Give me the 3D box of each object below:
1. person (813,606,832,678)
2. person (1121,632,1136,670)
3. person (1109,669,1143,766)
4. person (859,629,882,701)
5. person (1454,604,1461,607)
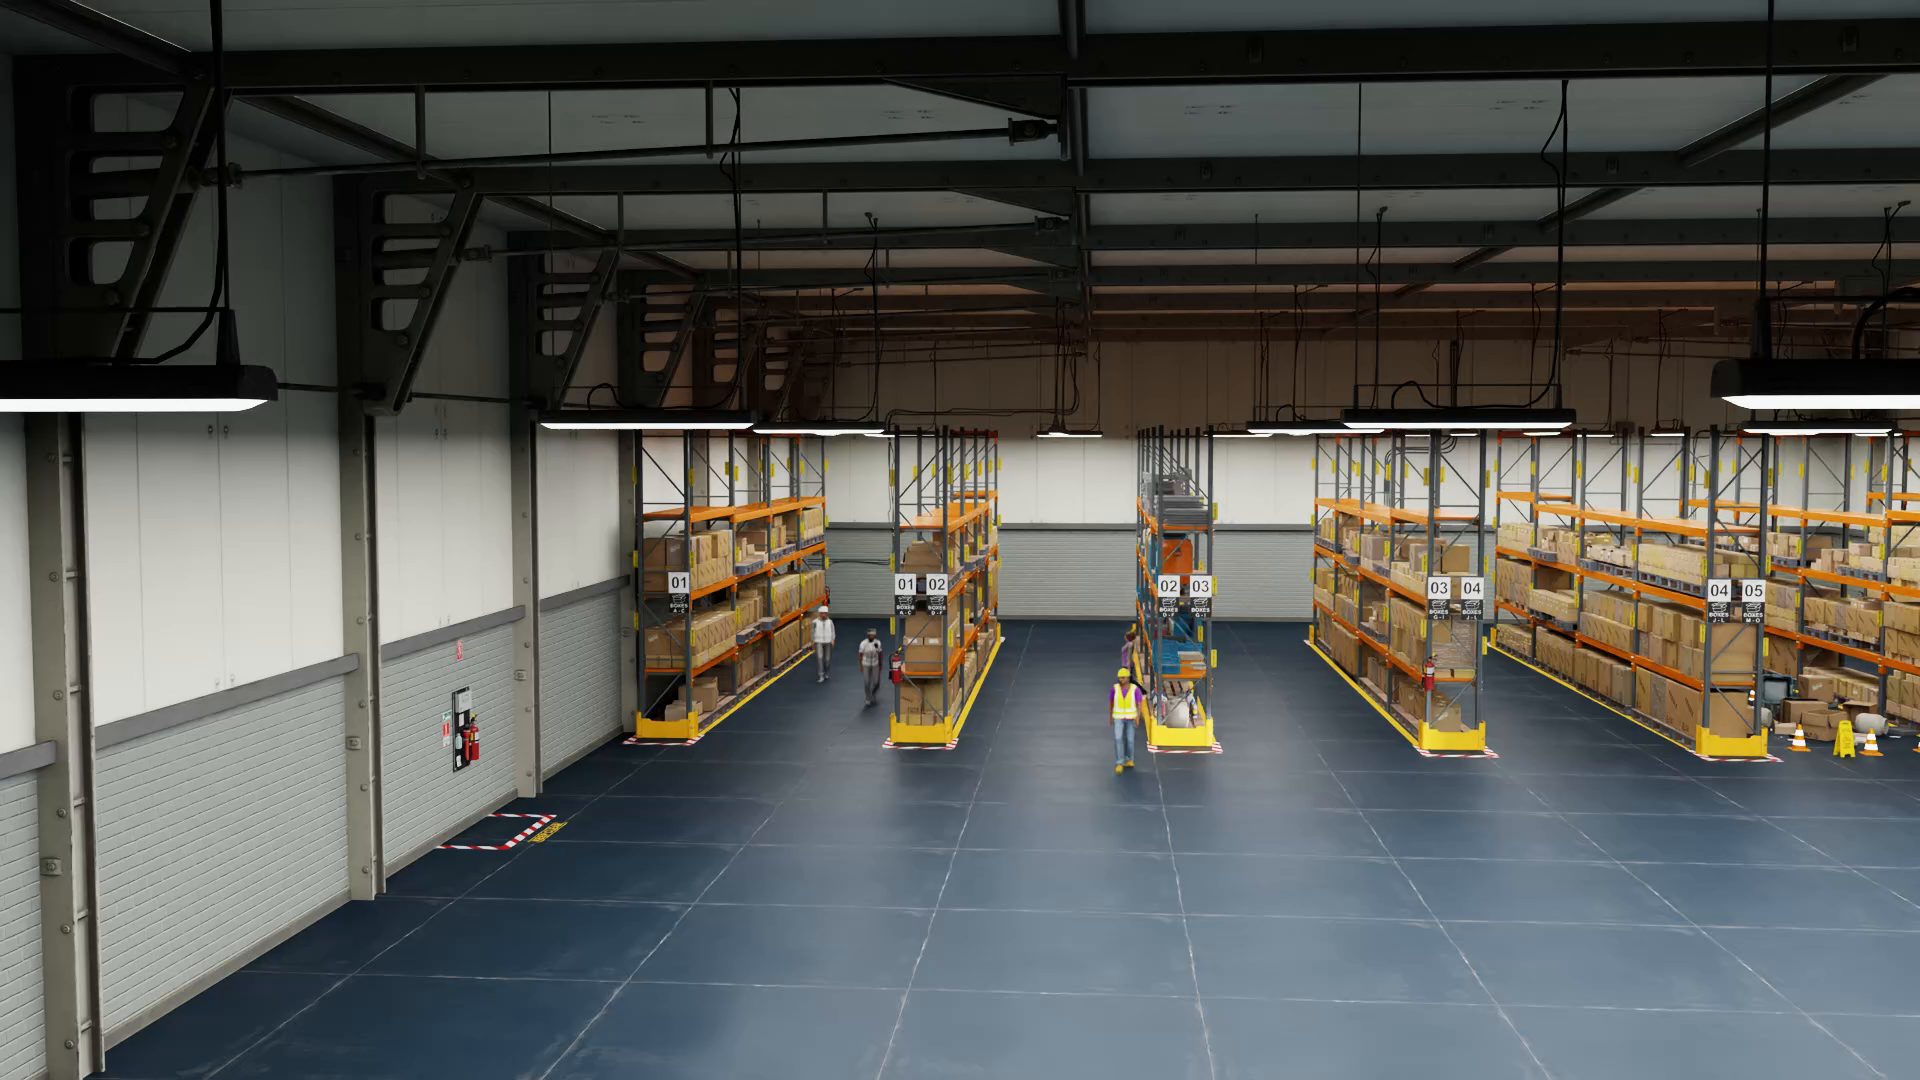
[{"bbox_3d":[-3.261,2.427,39.701,0.446,1.678,0.635,-1,4,-19],"label":"person"},{"bbox_3d":[3.662,2.449,36.147,0.321,0.939,0.442,0,3,3],"label":"person"},{"bbox_3d":[2.873,3.061,28.849,0.590,1.660,0.726,1,3,9],"label":"person"},{"bbox_3d":[-1.943,2.689,36.081,0.514,1.583,0.497,-1,3,-10],"label":"person"},{"bbox_3d":[14.777,1.997,49.020,0.663,1.566,0.961,1,4,19],"label":"person"}]
